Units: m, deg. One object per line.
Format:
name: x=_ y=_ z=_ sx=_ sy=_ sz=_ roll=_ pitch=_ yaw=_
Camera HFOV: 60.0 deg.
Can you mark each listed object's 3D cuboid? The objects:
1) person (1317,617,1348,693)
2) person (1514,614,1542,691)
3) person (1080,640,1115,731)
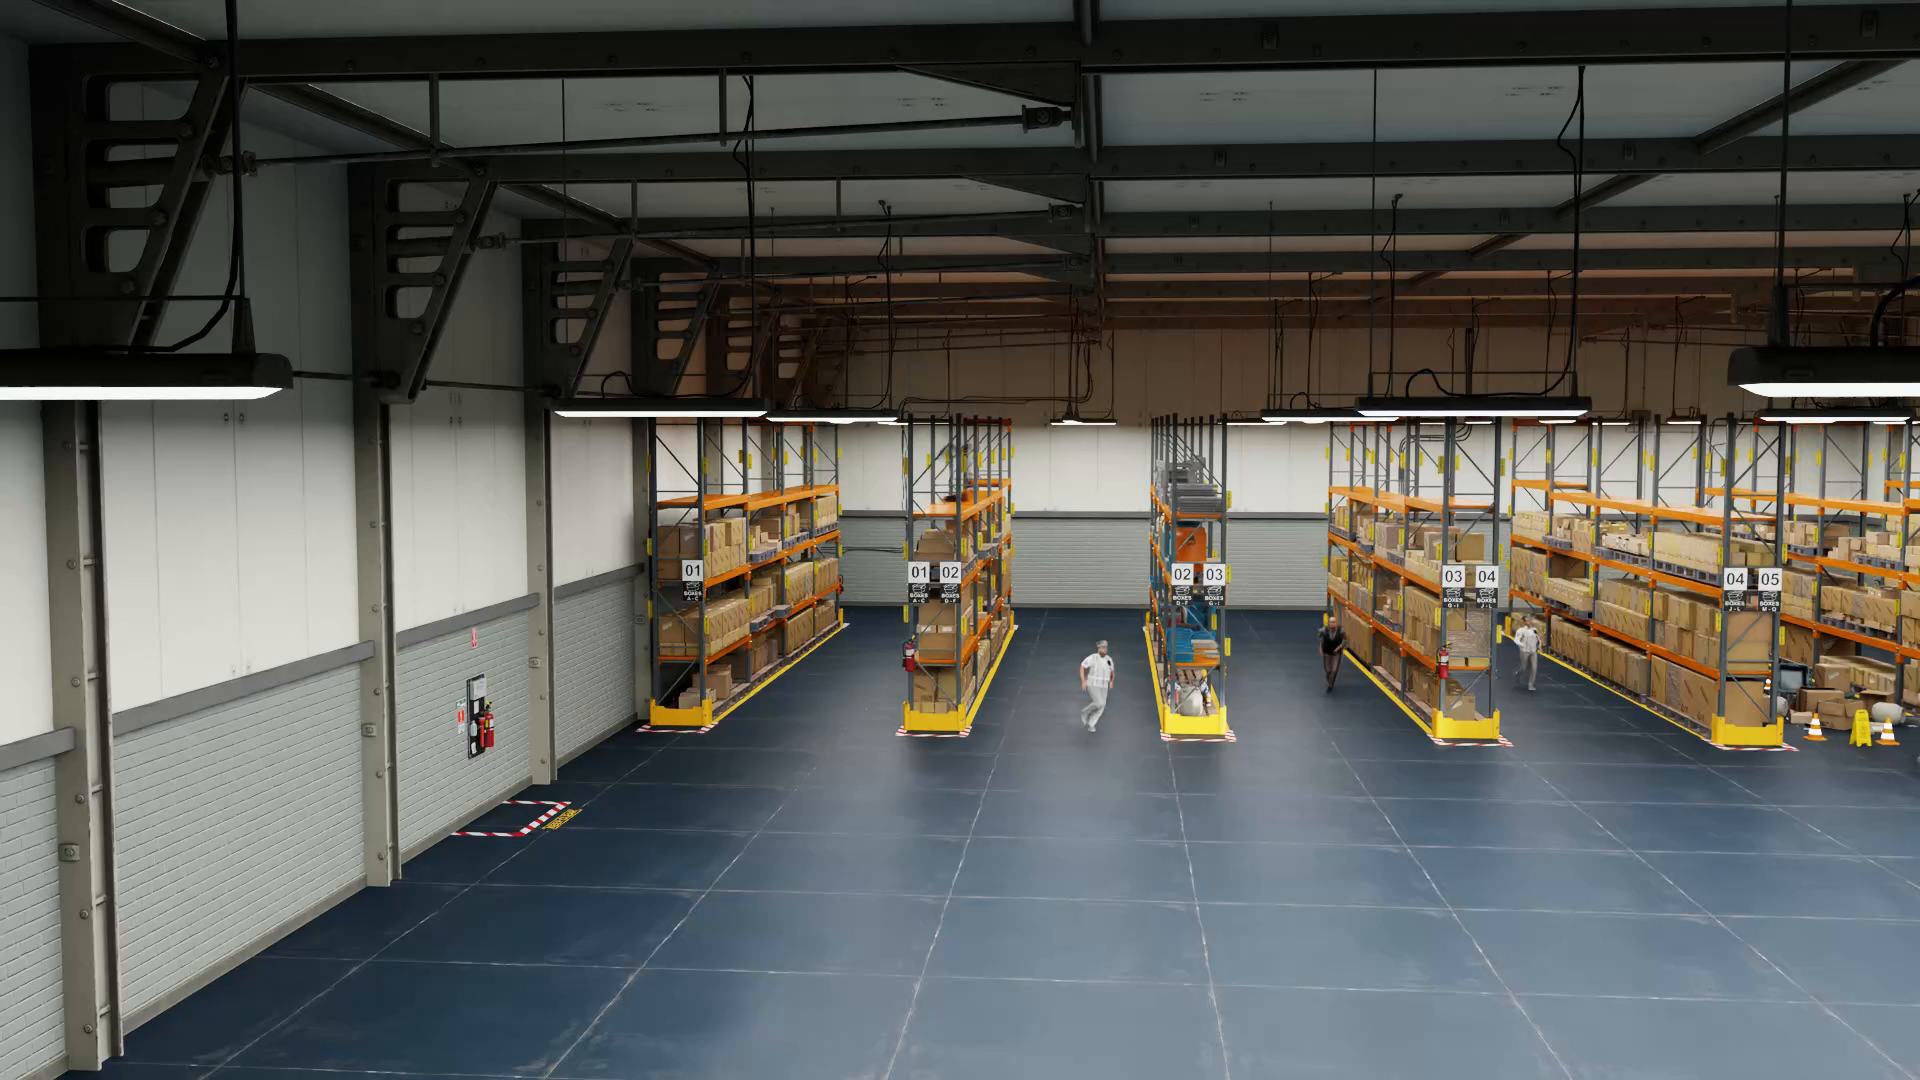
person: x=8.101 y=2.483 z=36.205 sx=0.653 sy=1.658 sz=0.749 roll=1 pitch=4 yaw=9
person: x=12.452 y=2.440 z=36.441 sx=0.625 sy=1.654 sz=0.724 roll=0 pitch=4 yaw=-4
person: x=2.657 y=2.752 z=31.462 sx=0.695 sy=1.707 sz=0.535 roll=-2 pitch=4 yaw=-26
